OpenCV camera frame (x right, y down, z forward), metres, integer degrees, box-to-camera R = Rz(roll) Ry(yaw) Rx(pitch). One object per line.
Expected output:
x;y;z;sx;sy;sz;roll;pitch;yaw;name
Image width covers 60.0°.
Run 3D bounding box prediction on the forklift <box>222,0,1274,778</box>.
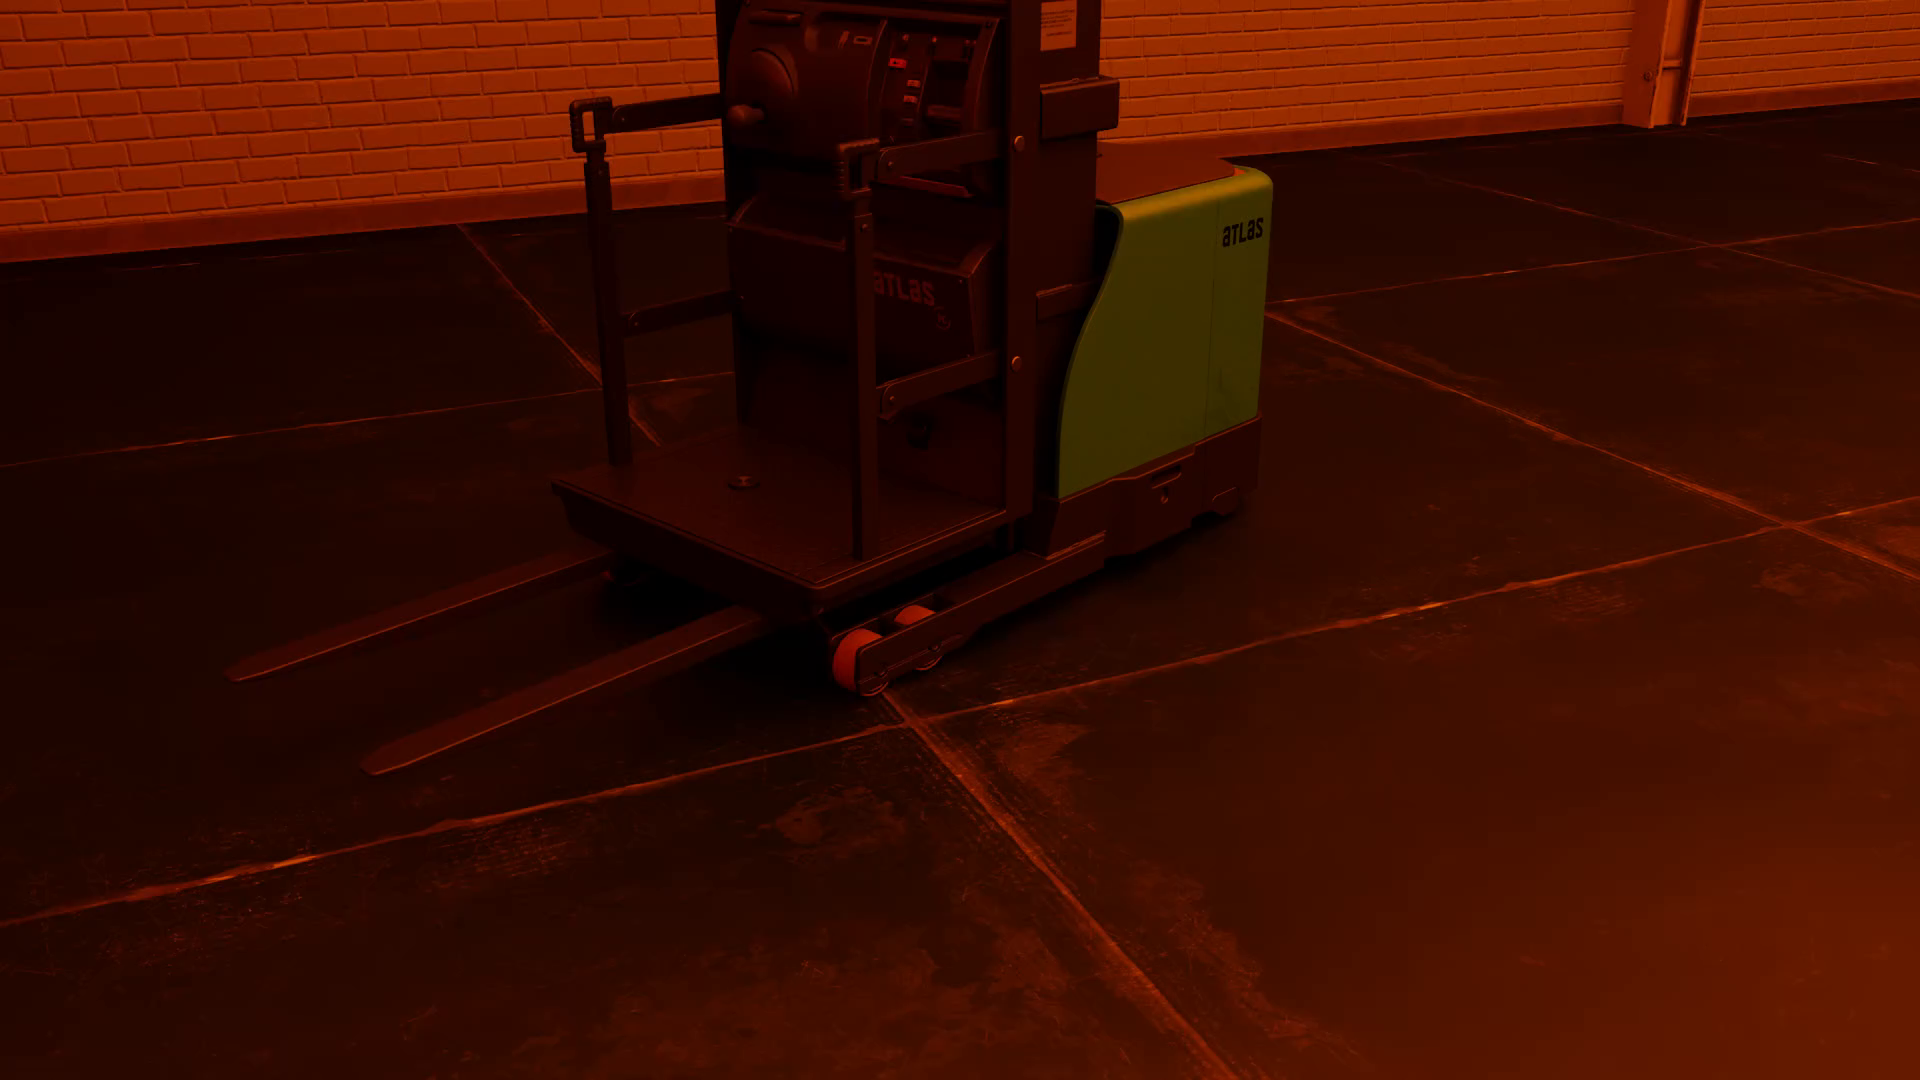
-0.413;-1.182;4.131;1.130;2.935;3.031;19;29;39;forklift
